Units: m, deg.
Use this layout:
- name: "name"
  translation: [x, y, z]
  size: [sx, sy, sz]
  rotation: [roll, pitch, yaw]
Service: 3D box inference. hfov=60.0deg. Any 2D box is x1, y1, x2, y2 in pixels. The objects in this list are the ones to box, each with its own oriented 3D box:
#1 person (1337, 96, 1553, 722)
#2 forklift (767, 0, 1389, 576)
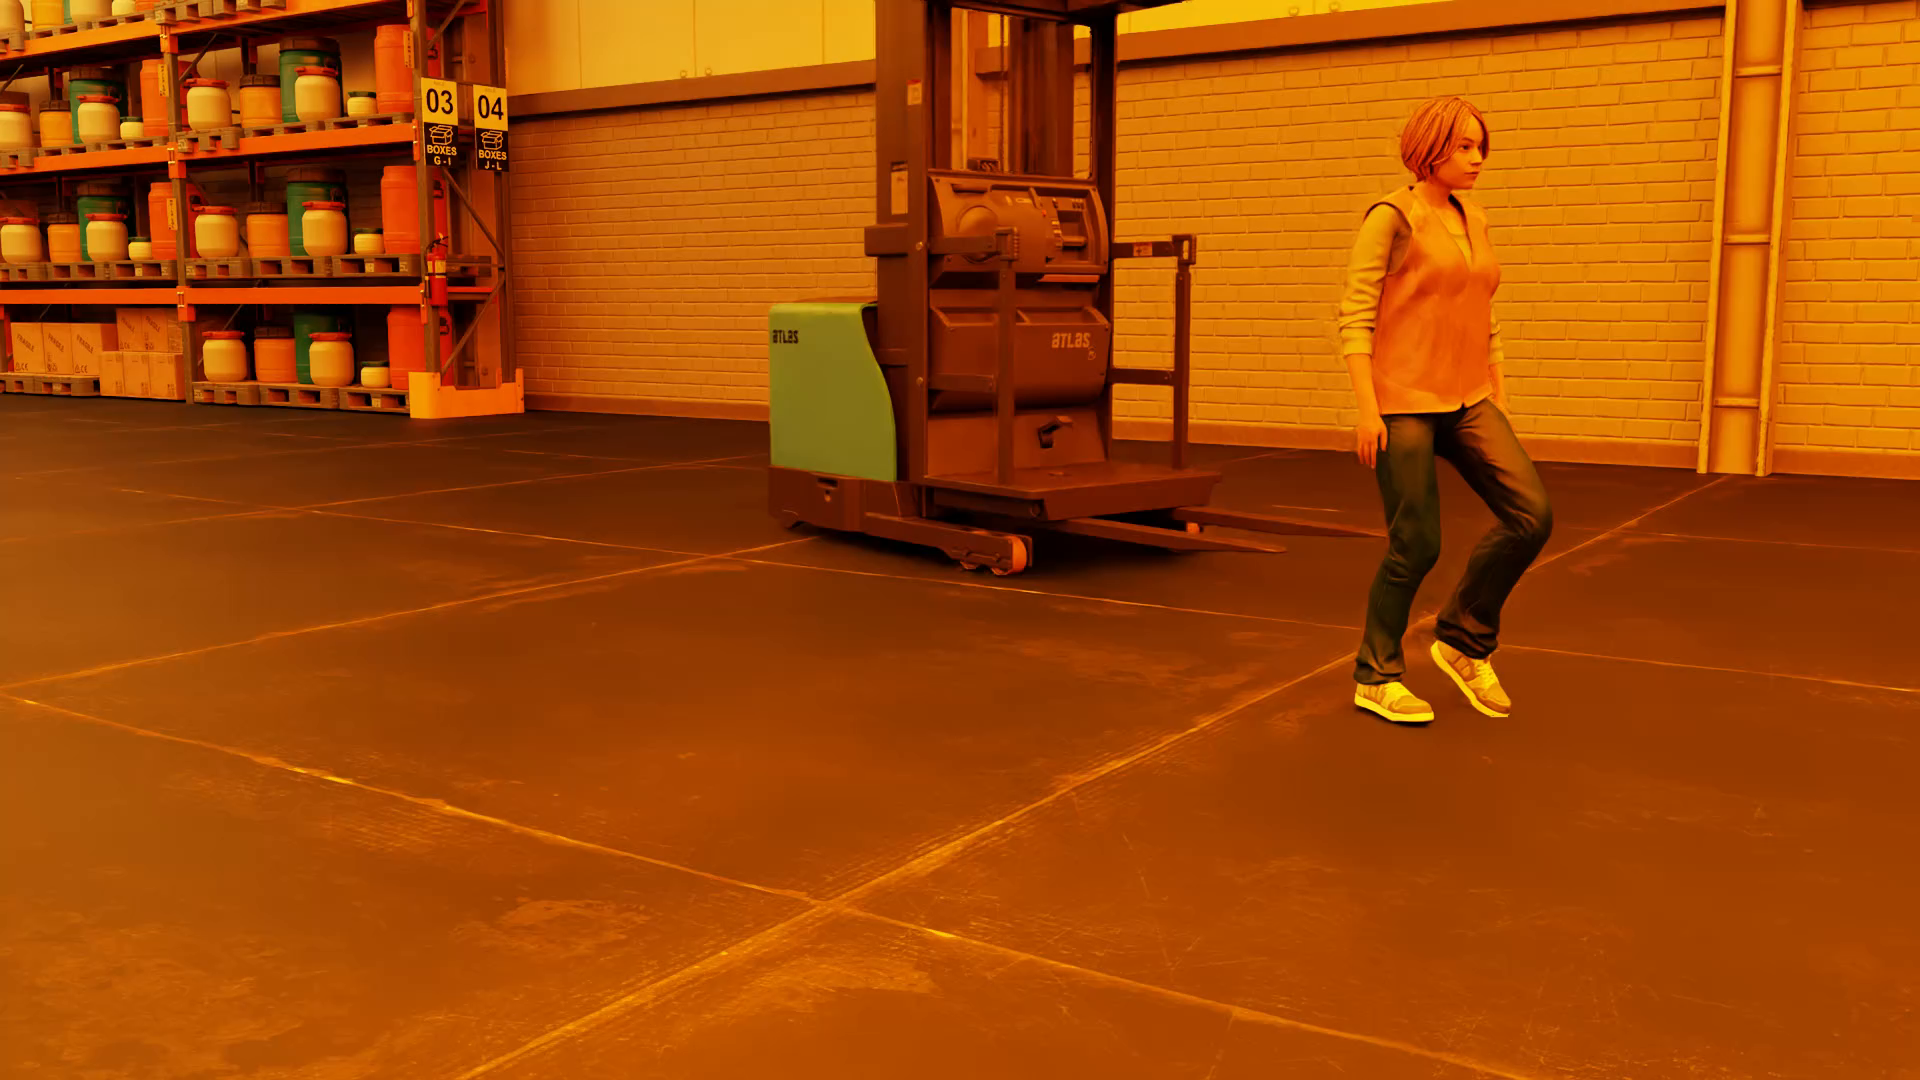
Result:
- name: "person"
  translation: [1.222, -0.311, 4.217]
  size: [0.519, 1.584, 0.445]
  rotation: [-5, 9, -31]
- name: "forklift"
  translation: [0.399, -1.385, 6.932]
  size: [1.130, 2.935, 3.031]
  rotation: [-7, 10, -39]
